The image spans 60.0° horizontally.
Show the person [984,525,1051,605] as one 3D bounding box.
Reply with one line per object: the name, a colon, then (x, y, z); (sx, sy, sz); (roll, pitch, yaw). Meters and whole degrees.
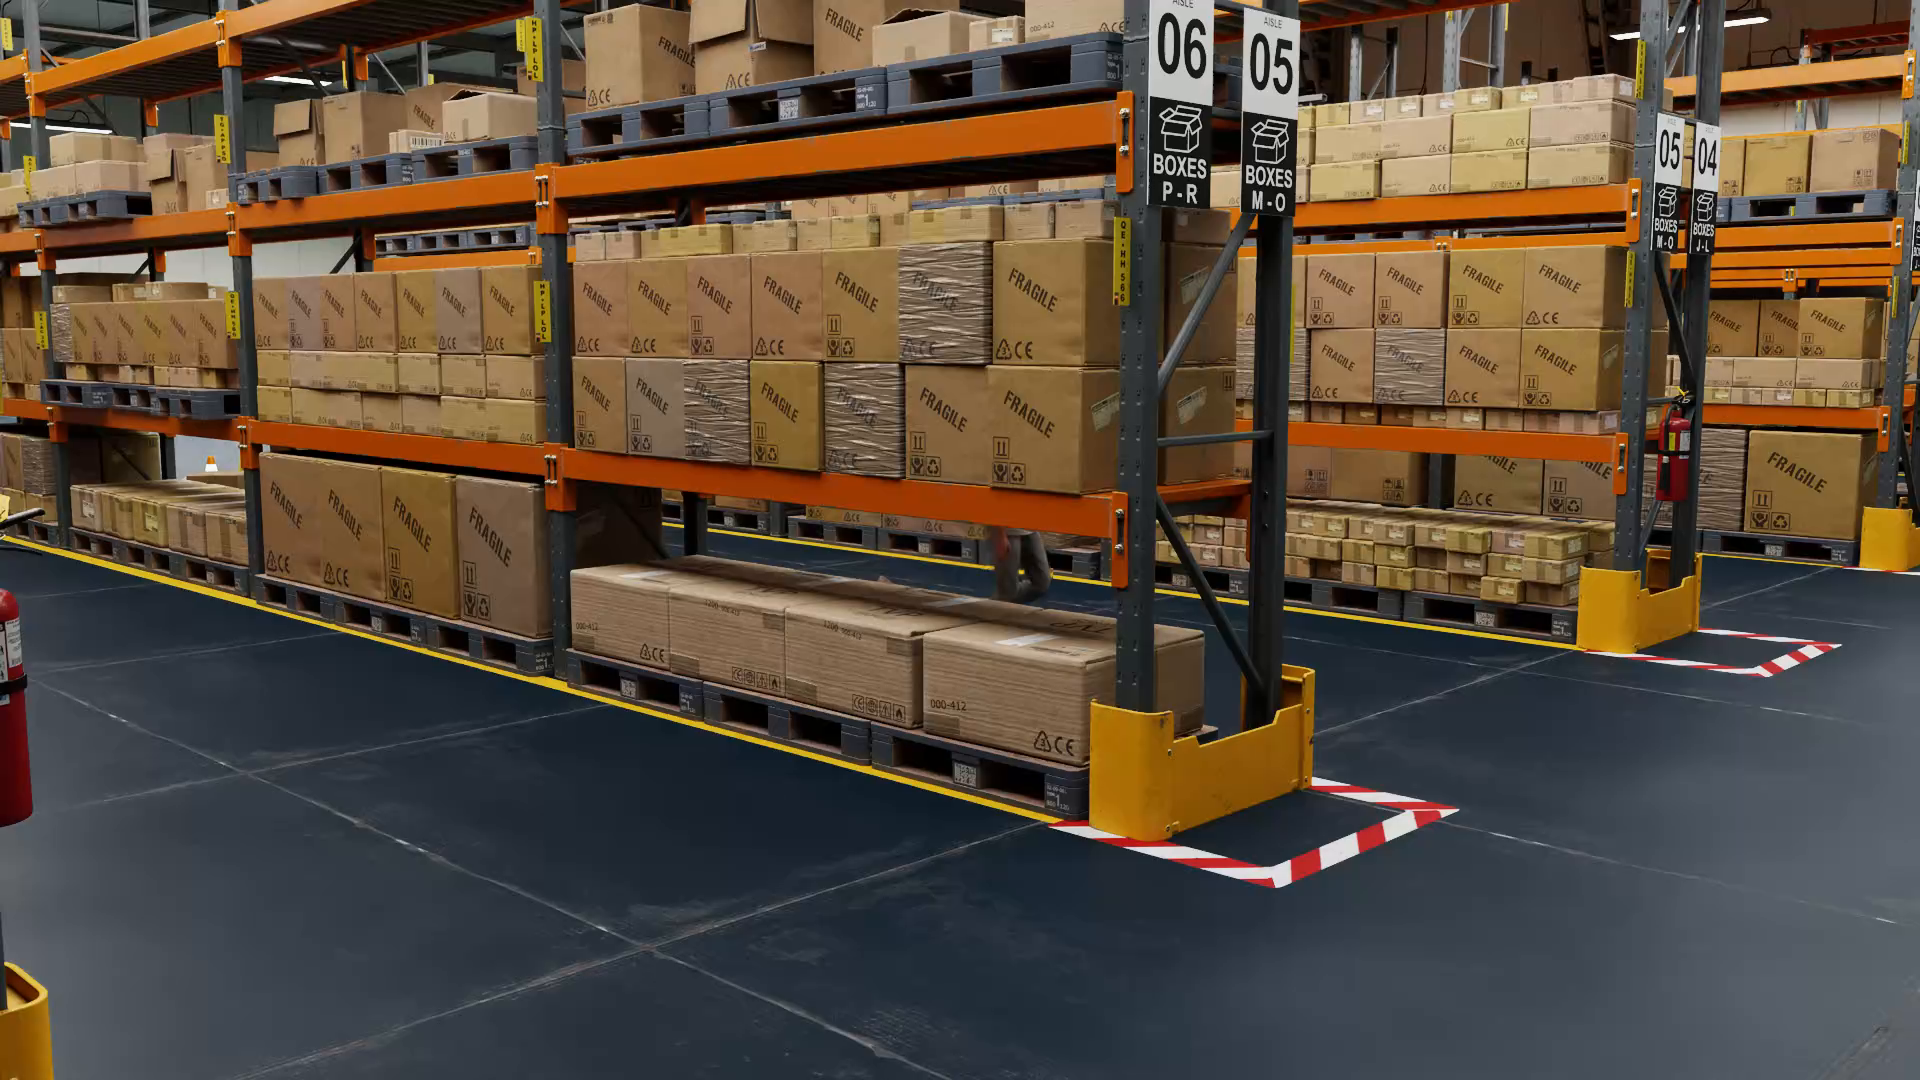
person: (0.270, -0.038, 9.412); (0.449, 1.574, 0.471); (3, 8, 24)
